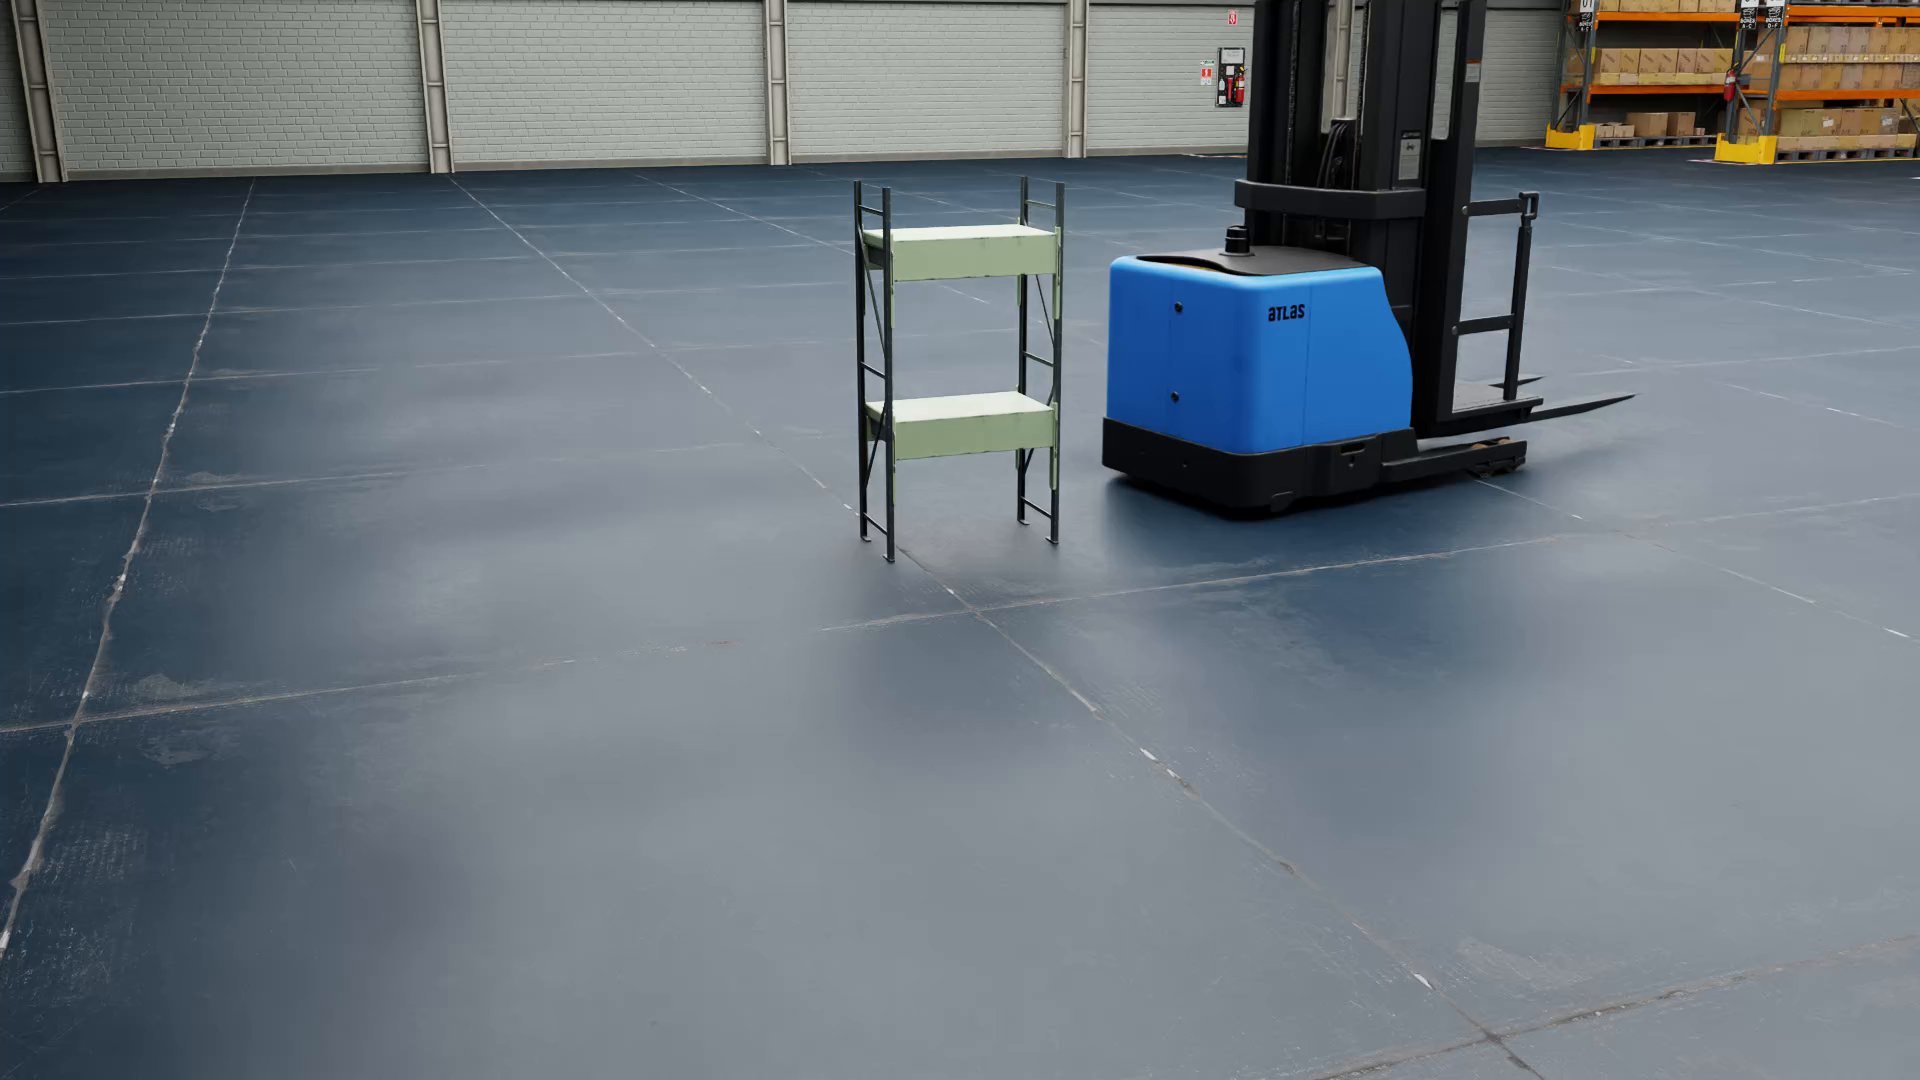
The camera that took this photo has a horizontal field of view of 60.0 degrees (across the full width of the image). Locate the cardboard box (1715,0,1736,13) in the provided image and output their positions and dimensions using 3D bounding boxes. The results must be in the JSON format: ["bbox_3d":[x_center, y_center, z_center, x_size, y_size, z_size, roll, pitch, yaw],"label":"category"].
[{"bbox_3d":[16.460,-11.706,36.102,0.500,0.500,0.500,-6,17,-19],"label":"cardboard box"}]

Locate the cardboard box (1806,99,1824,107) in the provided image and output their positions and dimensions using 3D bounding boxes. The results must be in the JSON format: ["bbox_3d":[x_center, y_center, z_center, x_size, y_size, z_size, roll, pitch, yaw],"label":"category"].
[{"bbox_3d":[19.373,-9.973,38.062,0.500,0.250,0.500,-6,17,-19],"label":"cardboard box"}]

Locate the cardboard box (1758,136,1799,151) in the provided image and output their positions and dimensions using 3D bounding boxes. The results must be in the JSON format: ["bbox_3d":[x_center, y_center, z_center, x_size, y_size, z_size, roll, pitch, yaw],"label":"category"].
[{"bbox_3d":[15.467,-7.497,31.440,0.500,0.250,0.500,-6,17,-20],"label":"cardboard box"}]

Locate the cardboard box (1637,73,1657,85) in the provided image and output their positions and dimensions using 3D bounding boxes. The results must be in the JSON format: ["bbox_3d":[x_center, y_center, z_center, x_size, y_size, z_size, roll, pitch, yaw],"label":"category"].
[{"bbox_3d":[14.637,-9.932,35.826,0.500,0.250,0.500,-6,18,-21],"label":"cardboard box"}]

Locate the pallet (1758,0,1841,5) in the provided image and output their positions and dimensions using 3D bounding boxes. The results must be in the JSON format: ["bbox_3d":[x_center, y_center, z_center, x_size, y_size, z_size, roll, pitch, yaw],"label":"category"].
[{"bbox_3d":[15.556,-10.081,30.937,1.213,0.211,1.003,-6,17,-20],"label":"pallet"}]

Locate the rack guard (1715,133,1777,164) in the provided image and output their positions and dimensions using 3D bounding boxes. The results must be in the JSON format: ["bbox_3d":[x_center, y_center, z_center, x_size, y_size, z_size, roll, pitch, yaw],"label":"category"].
[{"bbox_3d":[14.864,-7.418,31.471,0.348,0.500,1.175,-6,17,-20],"label":"rack guard"}]

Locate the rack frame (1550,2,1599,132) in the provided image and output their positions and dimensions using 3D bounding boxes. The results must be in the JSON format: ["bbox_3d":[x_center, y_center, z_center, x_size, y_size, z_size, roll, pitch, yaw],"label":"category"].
[{"bbox_3d":[13.111,-9.923,35.564,0.127,3.000,1.000,-6,17,-20],"label":"rack frame"}]

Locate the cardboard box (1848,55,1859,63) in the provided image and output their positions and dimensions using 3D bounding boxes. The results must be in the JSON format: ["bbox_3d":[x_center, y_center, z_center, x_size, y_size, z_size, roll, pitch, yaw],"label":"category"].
[{"bbox_3d":[16.766,-9.117,31.491,0.250,0.149,0.380,-6,17,-20],"label":"cardboard box"}]

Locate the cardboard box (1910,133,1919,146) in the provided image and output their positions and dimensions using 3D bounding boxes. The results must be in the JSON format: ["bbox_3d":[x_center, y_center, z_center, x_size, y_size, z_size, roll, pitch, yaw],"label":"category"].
[{"bbox_3d":[19.087,-7.881,32.745,0.500,0.250,0.500,-7,18,-21],"label":"cardboard box"}]

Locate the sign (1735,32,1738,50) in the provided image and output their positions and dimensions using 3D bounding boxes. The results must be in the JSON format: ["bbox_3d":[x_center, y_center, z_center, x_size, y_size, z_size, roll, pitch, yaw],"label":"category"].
[{"bbox_3d":[14.705,-9.433,31.422,0.005,0.325,0.100,-6,17,-20],"label":"sign"}]

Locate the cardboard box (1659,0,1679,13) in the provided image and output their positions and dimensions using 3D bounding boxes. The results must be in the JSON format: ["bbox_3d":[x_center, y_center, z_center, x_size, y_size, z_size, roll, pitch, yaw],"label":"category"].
[{"bbox_3d":[15.003,-11.545,35.553,0.500,0.500,0.500,-5,17,-17],"label":"cardboard box"}]

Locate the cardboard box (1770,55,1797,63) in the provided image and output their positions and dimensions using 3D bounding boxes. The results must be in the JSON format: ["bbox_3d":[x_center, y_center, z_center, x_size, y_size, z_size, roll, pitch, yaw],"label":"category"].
[{"bbox_3d":[15.330,-8.962,30.964,0.250,0.149,0.380,-6,18,-20],"label":"cardboard box"}]

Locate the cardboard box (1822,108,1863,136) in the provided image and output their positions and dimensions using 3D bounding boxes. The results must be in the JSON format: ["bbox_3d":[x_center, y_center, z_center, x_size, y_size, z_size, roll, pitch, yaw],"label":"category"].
[{"bbox_3d":[16.869,-8.008,31.847,0.500,0.500,0.500,-6,17,-20],"label":"cardboard box"}]

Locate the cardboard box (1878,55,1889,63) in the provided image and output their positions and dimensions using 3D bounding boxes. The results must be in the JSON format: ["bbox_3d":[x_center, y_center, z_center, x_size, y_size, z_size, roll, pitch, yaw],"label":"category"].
[{"bbox_3d":[17.494,-9.196,31.762,0.250,0.149,0.380,-6,17,-20],"label":"cardboard box"}]

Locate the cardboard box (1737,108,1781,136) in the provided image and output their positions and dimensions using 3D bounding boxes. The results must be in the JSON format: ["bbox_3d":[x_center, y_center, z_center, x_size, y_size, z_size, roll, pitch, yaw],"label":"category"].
[{"bbox_3d":[15.281,-7.994,31.801,0.500,0.500,0.500,-6,17,-20],"label":"cardboard box"}]

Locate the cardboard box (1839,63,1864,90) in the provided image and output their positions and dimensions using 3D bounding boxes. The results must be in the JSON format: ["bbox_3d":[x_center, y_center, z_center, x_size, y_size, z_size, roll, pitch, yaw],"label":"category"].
[{"bbox_3d":[16.772,-8.868,31.796,0.500,0.500,0.700,-6,17,-18],"label":"cardboard box"}]

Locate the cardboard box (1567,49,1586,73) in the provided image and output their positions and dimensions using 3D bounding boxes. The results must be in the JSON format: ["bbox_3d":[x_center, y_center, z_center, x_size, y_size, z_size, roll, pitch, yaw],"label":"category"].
[{"bbox_3d":[13.475,-10.324,35.829,0.500,0.500,0.500,-6,18,-21],"label":"cardboard box"}]

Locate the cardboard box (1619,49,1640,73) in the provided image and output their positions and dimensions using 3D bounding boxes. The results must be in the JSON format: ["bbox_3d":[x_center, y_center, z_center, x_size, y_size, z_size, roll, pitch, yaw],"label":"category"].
[{"bbox_3d":[14.129,-10.236,35.532,0.500,0.500,0.500,-6,17,-20],"label":"cardboard box"}]

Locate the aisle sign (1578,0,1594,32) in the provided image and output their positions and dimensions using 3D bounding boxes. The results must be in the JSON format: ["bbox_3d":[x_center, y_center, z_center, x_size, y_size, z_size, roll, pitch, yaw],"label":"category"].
[{"bbox_3d":[13.151,-11.084,34.904,0.004,0.787,0.394,-6,17,-20],"label":"aisle sign"}]

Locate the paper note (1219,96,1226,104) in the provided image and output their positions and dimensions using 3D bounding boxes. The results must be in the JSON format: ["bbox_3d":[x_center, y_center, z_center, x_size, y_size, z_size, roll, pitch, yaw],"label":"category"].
[{"bbox_3d":[5.341,-8.954,33.831,0.142,0.148,0.016,-6,17,-20],"label":"paper note"}]

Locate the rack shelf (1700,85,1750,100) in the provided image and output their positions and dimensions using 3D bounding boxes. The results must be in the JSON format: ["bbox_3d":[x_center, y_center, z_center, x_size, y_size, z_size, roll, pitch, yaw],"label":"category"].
[{"bbox_3d":[18.713,-10.182,37.726,4.000,0.370,1.077,-6,17,-20],"label":"rack shelf"}]

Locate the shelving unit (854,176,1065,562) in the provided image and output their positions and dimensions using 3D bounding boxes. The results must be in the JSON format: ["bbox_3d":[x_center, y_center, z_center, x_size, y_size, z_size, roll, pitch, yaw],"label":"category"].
[{"bbox_3d":[-0.006,-0.719,6.885,0.755,1.500,0.431,-6,17,-20],"label":"shelving unit"}]

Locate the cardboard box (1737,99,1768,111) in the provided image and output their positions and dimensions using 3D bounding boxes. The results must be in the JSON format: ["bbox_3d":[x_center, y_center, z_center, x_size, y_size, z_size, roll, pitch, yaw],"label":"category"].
[{"bbox_3d":[17.937,-9.821,37.544,0.500,0.250,0.500,-7,18,-21],"label":"cardboard box"}]

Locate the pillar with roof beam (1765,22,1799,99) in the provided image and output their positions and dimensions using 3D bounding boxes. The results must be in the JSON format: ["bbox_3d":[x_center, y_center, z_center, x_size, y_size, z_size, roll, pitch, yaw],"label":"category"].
[{"bbox_3d":[20.598,-12.571,33.937,0.400,9.000,9.100,-6,17,-20],"label":"pillar with roof beam"}]

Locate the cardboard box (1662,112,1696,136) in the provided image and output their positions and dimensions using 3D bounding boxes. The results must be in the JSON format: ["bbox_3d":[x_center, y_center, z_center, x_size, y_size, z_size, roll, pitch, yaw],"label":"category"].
[{"bbox_3d":[15.891,-9.222,36.836,0.500,0.500,0.500,-8,18,-24],"label":"cardboard box"}]

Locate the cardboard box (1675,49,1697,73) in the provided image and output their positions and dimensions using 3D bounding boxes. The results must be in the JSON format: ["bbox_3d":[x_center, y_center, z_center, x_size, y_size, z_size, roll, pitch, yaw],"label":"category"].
[{"bbox_3d":[15.577,-10.395,36.071,0.500,0.500,0.500,-7,18,-22],"label":"cardboard box"}]

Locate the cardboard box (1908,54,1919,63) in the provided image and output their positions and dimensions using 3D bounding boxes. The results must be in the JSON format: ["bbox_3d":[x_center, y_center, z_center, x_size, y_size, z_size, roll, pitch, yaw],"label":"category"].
[{"bbox_3d":[18.213,-9.274,32.027,0.250,0.149,0.380,-7,18,-21],"label":"cardboard box"}]

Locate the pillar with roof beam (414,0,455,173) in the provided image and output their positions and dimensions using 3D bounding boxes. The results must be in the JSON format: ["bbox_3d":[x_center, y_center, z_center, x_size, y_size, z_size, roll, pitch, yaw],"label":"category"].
[{"bbox_3d":[-7.416,-9.547,23.637,0.400,9.000,9.100,-6,17,-20],"label":"pillar with roof beam"}]

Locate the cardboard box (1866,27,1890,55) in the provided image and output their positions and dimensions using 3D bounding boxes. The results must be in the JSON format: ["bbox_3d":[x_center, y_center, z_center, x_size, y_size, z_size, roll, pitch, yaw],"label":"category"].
[{"bbox_3d":[17.270,-9.545,31.800,0.500,0.500,0.700,-6,17,-20],"label":"cardboard box"}]

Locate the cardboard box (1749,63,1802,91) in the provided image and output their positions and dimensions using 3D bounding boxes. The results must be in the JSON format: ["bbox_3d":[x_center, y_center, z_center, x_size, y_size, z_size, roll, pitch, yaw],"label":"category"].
[{"bbox_3d":[15.327,-8.711,31.262,0.500,0.500,0.700,-6,17,-20],"label":"cardboard box"}]

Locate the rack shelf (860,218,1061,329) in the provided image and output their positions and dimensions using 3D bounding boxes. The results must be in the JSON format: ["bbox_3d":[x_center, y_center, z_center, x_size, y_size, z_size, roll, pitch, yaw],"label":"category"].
[{"bbox_3d":[-0.006,-1.093,6.775,0.720,0.370,0.431,-6,17,-20],"label":"rack shelf"}]

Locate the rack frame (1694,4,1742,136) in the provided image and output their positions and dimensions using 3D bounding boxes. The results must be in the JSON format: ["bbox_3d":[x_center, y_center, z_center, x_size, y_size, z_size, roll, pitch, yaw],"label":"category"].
[{"bbox_3d":[16.846,-10.326,36.938,0.127,3.000,1.000,-6,17,-20],"label":"rack frame"}]

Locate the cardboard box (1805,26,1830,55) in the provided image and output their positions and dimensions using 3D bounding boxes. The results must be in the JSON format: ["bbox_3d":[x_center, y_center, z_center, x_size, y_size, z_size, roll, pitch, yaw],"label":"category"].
[{"bbox_3d":[15.866,-9.394,31.283,0.500,0.500,0.700,-7,18,-22],"label":"cardboard box"}]

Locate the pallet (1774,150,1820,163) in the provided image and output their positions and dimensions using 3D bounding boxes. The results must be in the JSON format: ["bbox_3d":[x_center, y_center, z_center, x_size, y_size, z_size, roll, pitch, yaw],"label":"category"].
[{"bbox_3d":[15.586,-7.370,31.820,1.213,0.211,1.003,-6,17,-20],"label":"pallet"}]

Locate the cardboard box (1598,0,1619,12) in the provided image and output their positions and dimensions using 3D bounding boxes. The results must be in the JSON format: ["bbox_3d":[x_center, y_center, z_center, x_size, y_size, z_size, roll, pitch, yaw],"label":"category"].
[{"bbox_3d":[13.512,-11.387,35.016,0.500,0.500,0.500,-6,17,-19],"label":"cardboard box"}]

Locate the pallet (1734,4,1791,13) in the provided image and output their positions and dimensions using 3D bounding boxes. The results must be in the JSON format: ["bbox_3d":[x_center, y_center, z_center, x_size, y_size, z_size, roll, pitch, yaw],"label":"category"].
[{"bbox_3d":[17.460,-11.709,36.658,1.003,0.211,1.213,-6,17,-20],"label":"pallet"}]

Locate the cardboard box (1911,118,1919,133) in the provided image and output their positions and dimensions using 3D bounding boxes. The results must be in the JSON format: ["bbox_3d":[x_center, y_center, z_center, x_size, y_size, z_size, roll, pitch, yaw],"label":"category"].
[{"bbox_3d":[19.097,-8.150,32.669,0.500,0.311,0.500,-6,17,-20],"label":"cardboard box"}]

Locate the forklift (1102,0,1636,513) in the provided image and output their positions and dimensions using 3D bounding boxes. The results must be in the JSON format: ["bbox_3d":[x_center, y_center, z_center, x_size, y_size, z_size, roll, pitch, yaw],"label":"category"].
[{"bbox_3d":[2.204,-1.824,8.106,3.031,2.935,1.130,-10,19,-32],"label":"forklift"}]

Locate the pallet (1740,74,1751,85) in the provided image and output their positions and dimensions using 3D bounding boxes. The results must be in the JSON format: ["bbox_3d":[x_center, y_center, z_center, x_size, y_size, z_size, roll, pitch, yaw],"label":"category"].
[{"bbox_3d":[17.611,-10.273,37.097,1.213,0.211,1.003,-6,17,-20],"label":"pallet"}]

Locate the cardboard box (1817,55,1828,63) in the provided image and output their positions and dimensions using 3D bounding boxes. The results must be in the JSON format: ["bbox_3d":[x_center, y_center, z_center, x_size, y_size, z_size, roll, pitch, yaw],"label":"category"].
[{"bbox_3d":[16.046,-9.039,31.226,0.250,0.149,0.380,-6,18,-21],"label":"cardboard box"}]

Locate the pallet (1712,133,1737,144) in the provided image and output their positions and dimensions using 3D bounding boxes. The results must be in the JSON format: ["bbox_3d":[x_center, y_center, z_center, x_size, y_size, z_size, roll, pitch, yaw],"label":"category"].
[{"bbox_3d":[17.572,-9.067,37.599,1.213,0.211,1.003,-6,17,-20],"label":"pallet"}]

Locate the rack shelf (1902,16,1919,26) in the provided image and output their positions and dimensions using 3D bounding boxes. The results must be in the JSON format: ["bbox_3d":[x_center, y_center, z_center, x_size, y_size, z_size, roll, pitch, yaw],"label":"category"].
[{"bbox_3d":[20.489,-10.319,32.866,4.000,0.370,1.077,-6,17,-20],"label":"rack shelf"}]

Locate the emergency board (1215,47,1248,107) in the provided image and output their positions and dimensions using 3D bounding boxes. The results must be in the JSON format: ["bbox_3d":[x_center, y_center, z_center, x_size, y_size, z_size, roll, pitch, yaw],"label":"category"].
[{"bbox_3d":[5.531,-9.377,33.705,0.643,1.169,0.194,-6,17,-20],"label":"emergency board"}]

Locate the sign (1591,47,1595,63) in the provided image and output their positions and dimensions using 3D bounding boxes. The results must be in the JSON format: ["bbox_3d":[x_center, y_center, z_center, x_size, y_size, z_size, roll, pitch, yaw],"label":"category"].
[{"bbox_3d":[13.305,-10.195,34.956,0.005,0.325,0.100,-6,17,-20],"label":"sign"}]

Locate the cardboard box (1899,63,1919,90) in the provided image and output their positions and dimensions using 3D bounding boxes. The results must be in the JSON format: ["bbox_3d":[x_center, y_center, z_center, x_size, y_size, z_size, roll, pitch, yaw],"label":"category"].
[{"bbox_3d":[18.210,-9.025,32.328,0.500,0.500,0.700,-7,18,-22],"label":"cardboard box"}]

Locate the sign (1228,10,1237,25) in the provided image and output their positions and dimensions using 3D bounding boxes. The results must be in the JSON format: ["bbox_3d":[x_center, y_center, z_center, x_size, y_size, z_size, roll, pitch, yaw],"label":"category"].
[{"bbox_3d":[5.488,-10.514,33.465,0.199,0.298,0.001,-6,17,-20],"label":"sign"}]

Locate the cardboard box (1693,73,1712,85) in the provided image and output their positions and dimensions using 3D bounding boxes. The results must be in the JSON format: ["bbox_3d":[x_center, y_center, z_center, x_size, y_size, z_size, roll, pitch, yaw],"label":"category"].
[{"bbox_3d":[16.044,-10.088,36.358,0.500,0.250,0.500,-6,17,-20],"label":"cardboard box"}]

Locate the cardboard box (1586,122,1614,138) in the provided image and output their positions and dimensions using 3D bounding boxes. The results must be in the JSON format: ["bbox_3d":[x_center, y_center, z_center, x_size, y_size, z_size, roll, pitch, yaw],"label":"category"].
[{"bbox_3d":[13.789,-8.890,36.038,0.500,0.311,0.500,-8,18,-26],"label":"cardboard box"}]

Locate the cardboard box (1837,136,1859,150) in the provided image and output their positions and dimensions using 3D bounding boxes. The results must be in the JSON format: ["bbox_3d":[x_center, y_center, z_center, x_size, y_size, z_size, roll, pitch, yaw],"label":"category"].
[{"bbox_3d":[16.868,-7.648,31.954,0.500,0.250,0.500,-6,17,-20],"label":"cardboard box"}]

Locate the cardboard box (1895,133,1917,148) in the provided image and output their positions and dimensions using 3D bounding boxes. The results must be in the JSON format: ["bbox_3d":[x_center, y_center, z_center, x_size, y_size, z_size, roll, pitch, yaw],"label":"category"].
[{"bbox_3d":[18.267,-7.801,32.474,0.500,0.250,0.500,-6,17,-20],"label":"cardboard box"}]
